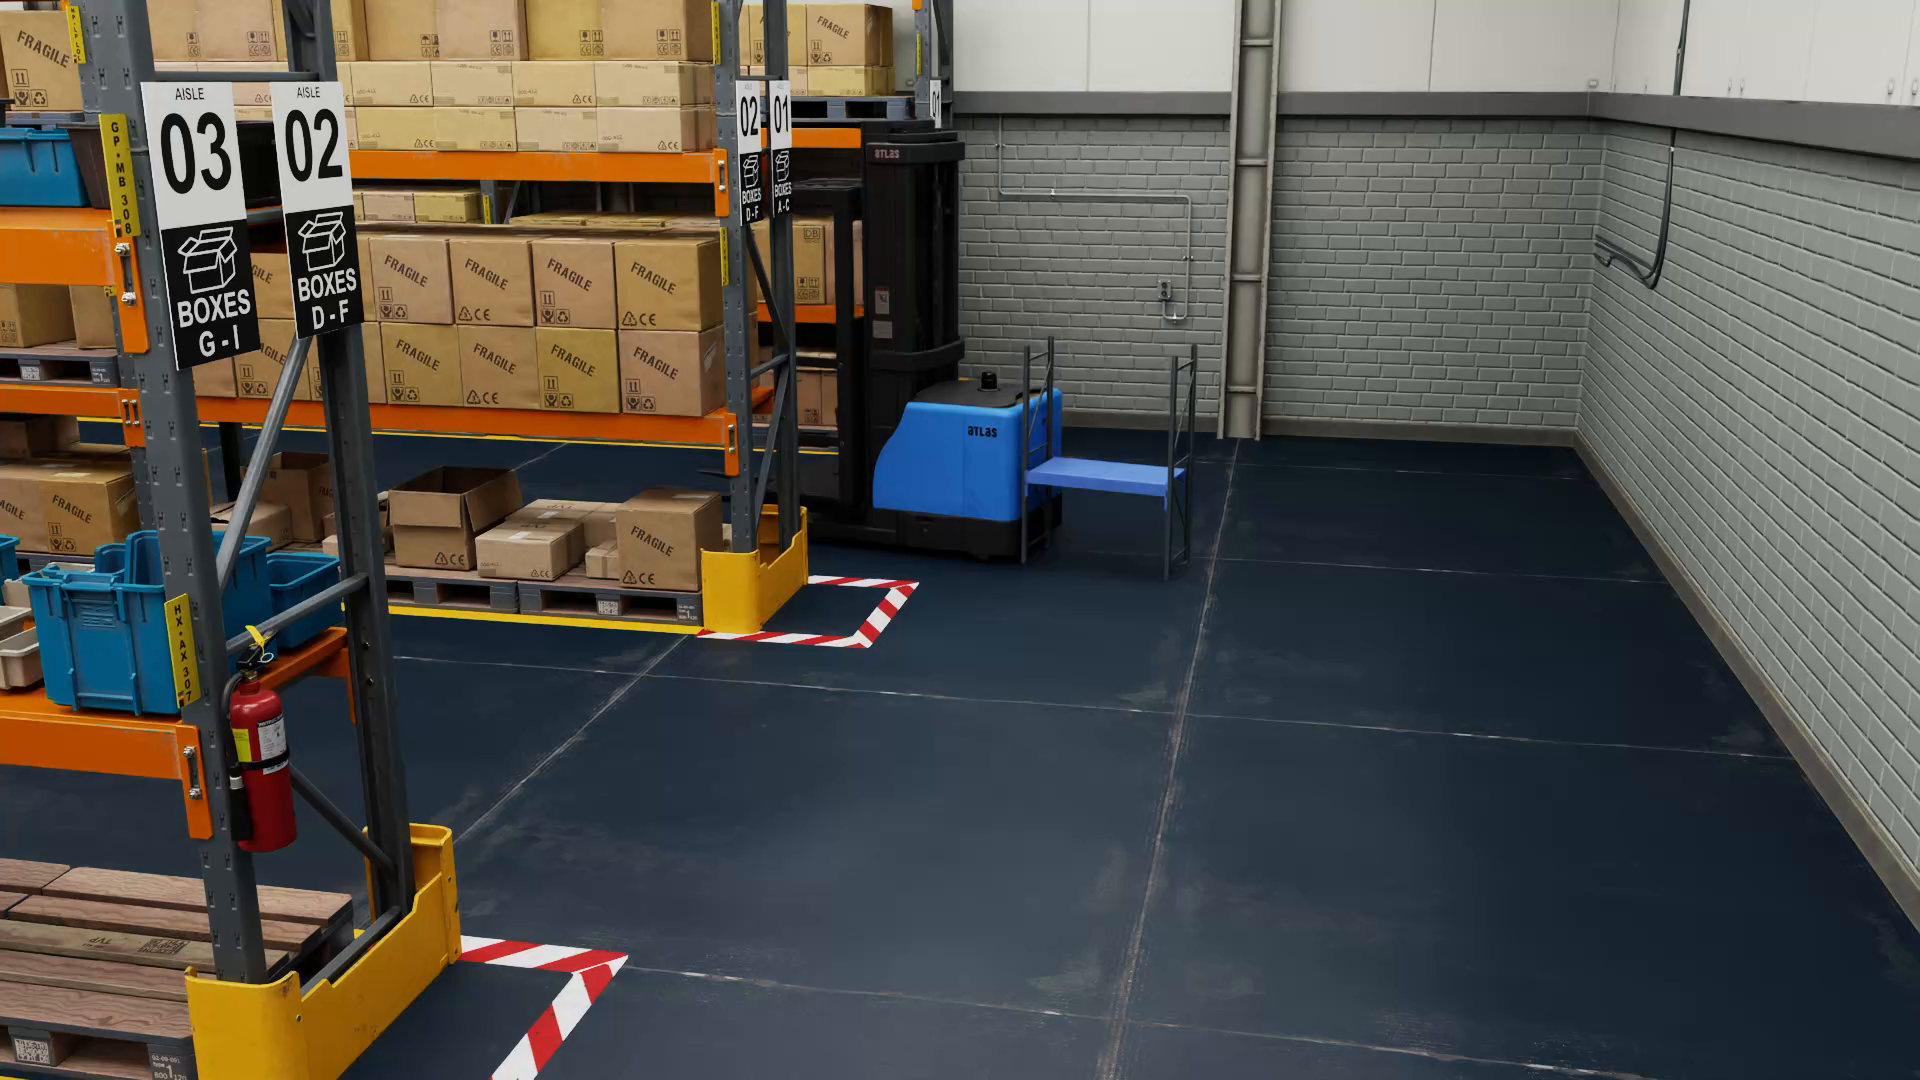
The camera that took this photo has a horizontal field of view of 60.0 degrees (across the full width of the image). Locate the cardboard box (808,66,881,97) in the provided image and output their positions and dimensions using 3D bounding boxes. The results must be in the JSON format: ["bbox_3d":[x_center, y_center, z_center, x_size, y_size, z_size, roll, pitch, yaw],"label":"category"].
[{"bbox_3d":[-0.987,-3.924,14.229,0.500,0.250,0.500,4,16,13],"label":"cardboard box"}]

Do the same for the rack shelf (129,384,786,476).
[{"bbox_3d":[-3.160,-0.795,10.590,4.000,0.370,1.077,3,16,11],"label":"rack shelf"}]

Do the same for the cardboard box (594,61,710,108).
[{"bbox_3d":[-1.754,-2.610,9.520,0.500,0.250,0.500,3,16,11],"label":"cardboard box"}]

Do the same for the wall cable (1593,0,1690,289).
[{"bbox_3d":[5.255,-3.331,12.978,0.112,2.526,3.097,3,16,11],"label":"wall cable"}]

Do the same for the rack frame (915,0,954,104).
[{"bbox_3d":[-0.216,-5.222,13.988,0.127,3.000,1.000,3,16,11],"label":"rack frame"}]

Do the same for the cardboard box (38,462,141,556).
[{"bbox_3d":[-5.660,-0.206,10.977,0.500,0.500,0.500,3,16,11],"label":"cardboard box"}]

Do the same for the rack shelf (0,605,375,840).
[{"bbox_3d":[-4.150,0.501,5.913,4.000,0.370,1.077,3,16,11],"label":"rack shelf"}]

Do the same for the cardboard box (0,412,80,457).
[{"bbox_3d":[-6.525,-0.759,11.568,0.500,0.250,0.500,3,16,11],"label":"cardboard box"}]

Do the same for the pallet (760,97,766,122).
[{"bbox_3d":[-2.145,-3.835,14.765,1.213,0.211,1.003,3,16,11],"label":"pallet"}]

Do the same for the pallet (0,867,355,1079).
[{"bbox_3d":[-2.991,1.550,6.000,1.213,0.211,1.003,3,16,11],"label":"pallet"}]

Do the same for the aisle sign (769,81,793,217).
[{"bbox_3d":[-1.074,-2.361,10.027,0.004,0.787,0.394,3,16,11],"label":"aisle sign"}]

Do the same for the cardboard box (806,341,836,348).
[{"bbox_3d":[-1.257,-1.725,15.281,0.250,0.149,0.380,3,16,11],"label":"cardboard box"}]

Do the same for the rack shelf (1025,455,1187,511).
[{"bbox_3d":[1.000,-0.395,11.281,1.000,0.185,0.538,7,17,23],"label":"rack shelf"}]

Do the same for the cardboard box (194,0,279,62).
[{"bbox_3d":[-4.174,-3.144,10.043,0.500,0.500,0.700,3,16,11],"label":"cardboard box"}]

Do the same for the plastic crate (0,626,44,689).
[{"bbox_3d":[-3.026,0.363,5.445,0.243,0.136,0.396,3,16,11],"label":"plastic crate"}]

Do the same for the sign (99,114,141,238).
[{"bbox_3d":[-2.284,-0.990,4.523,0.005,0.325,0.100,3,16,11],"label":"sign"}]

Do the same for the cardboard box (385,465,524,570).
[{"bbox_3d":[-3.278,-0.158,10.796,0.637,0.503,0.797,3,16,11],"label":"cardboard box"}]

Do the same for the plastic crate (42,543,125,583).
[{"bbox_3d":[-3.012,0.178,5.932,0.300,0.233,0.416,3,16,11],"label":"plastic crate"}]

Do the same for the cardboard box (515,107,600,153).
[{"bbox_3d":[-2.244,-2.396,9.685,0.500,0.250,0.500,3,16,11],"label":"cardboard box"}]

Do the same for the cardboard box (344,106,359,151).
[{"bbox_3d":[-3.714,-2.476,9.973,0.500,0.250,0.500,3,16,11],"label":"cardboard box"}]

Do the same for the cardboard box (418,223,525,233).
[{"bbox_3d":[-3.083,-1.738,10.588,0.500,0.500,0.500,3,16,11],"label":"cardboard box"}]

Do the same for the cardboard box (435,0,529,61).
[{"bbox_3d":[-2.691,-3.081,9.816,0.500,0.500,0.700,3,16,11],"label":"cardboard box"}]

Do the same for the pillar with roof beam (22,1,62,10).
[{"bbox_3d":[-10.015,-4.817,12.525,0.400,9.000,9.100,3,16,11],"label":"pillar with roof beam"}]

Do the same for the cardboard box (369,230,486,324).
[{"bbox_3d":[-3.198,-1.597,10.079,0.500,0.500,0.500,4,16,13],"label":"cardboard box"}]

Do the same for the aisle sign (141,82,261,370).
[{"bbox_3d":[-2.178,-0.912,4.795,0.004,0.787,0.394,3,16,11],"label":"aisle sign"}]

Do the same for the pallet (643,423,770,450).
[{"bbox_3d":[-2.207,-1.075,15.477,1.213,0.211,1.003,3,16,11],"label":"pallet"}]

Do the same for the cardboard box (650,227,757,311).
[{"bbox_3d":[-1.582,-1.658,10.297,0.500,0.500,0.500,4,16,13],"label":"cardboard box"}]

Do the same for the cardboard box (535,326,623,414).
[{"bbox_3d":[-2.202,-1.063,10.022,0.500,0.500,0.500,3,16,12],"label":"cardboard box"}]

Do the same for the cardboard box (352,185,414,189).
[{"bbox_3d":[-5.541,-3.251,15.921,0.500,0.250,0.500,3,16,9],"label":"cardboard box"}]

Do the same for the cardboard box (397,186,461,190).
[{"bbox_3d":[-5.049,-3.225,15.829,0.500,0.250,0.500,3,16,12],"label":"cardboard box"}]

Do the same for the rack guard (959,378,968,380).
[{"bbox_3d":[-0.193,-1.125,15.118,0.348,0.500,1.175,3,16,11],"label":"rack guard"}]

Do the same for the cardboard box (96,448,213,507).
[{"bbox_3d":[-5.545,-0.345,11.476,0.500,0.500,0.500,2,16,9],"label":"cardboard box"}]

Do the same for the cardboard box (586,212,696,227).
[{"bbox_3d":[-2.894,-2.615,15.252,0.700,0.700,0.980,3,16,10],"label":"cardboard box"}]

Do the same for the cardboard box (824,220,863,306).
[{"bbox_3d":[-0.718,-2.500,14.837,0.700,0.700,0.980,4,16,14],"label":"cardboard box"}]

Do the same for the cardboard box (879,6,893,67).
[{"bbox_3d":[-0.884,-4.418,14.607,0.500,0.500,0.500,2,16,9],"label":"cardboard box"}]

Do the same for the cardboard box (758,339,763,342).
[{"bbox_3d":[-2.003,-1.765,15.426,0.250,0.149,0.380,3,16,12],"label":"cardboard box"}]

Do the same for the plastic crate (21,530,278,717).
[{"bbox_3d":[-2.556,0.246,5.308,0.499,0.435,0.616,3,16,11],"label":"plastic crate"}]

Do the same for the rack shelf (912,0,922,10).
[{"bbox_3d":[-2.176,-4.789,14.521,4.000,0.370,1.077,3,16,11],"label":"rack shelf"}]

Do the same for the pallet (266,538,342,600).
[{"bbox_3d":[-4.447,0.133,11.117,1.213,0.211,1.003,3,16,11],"label":"pallet"}]

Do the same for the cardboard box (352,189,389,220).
[{"bbox_3d":[-5.644,-3.121,15.454,0.500,0.250,0.500,3,16,12],"label":"cardboard box"}]

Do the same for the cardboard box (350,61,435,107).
[{"bbox_3d":[-3.225,-2.689,9.806,0.500,0.250,0.500,3,16,11],"label":"cardboard box"}]

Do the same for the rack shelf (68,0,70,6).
[{"bbox_3d":[-6.096,-5.002,15.289,4.000,0.370,1.077,3,16,11],"label":"rack shelf"}]

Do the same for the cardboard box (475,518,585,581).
[{"bbox_3d":[-2.707,0.055,10.501,0.500,0.250,0.500,3,16,11],"label":"cardboard box"}]

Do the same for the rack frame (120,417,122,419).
[{"bbox_3d":[-8.056,-2.757,16.325,0.127,3.000,1.000,3,16,11],"label":"rack frame"}]

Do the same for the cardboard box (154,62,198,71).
[{"bbox_3d":[-4.693,-2.771,10.103,0.500,0.250,0.500,3,16,11],"label":"cardboard box"}]

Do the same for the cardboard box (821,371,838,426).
[{"bbox_3d":[-0.922,-1.340,15.106,0.500,0.500,0.700,3,16,11],"label":"cardboard box"}]

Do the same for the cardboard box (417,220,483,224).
[{"bbox_3d":[-4.639,-2.704,15.352,0.500,0.500,0.500,3,16,10],"label":"cardboard box"}]

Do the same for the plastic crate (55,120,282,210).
[{"bbox_3d":[-2.512,-1.215,5.387,0.590,0.269,0.497,3,16,11],"label":"plastic crate"}]

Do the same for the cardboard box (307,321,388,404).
[{"bbox_3d":[-3.682,-1.144,10.316,0.500,0.500,0.500,3,16,11],"label":"cardboard box"}]

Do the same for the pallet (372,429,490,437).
[{"bbox_3d":[-4.907,-1.221,16.006,1.213,0.211,1.003,3,16,11],"label":"pallet"}]

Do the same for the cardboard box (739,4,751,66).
[{"bbox_3d":[-1.989,-4.339,14.320,0.500,0.500,0.500,2,16,9],"label":"cardboard box"}]

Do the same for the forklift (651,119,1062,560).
[{"bbox_3d":[-0.819,-1.516,11.974,3.031,2.935,1.130,7,17,23],"label":"forklift"}]

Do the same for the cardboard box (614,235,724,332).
[{"bbox_3d":[-1.691,-1.517,9.789,0.500,0.500,0.500,3,16,11],"label":"cardboard box"}]

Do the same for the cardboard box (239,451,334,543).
[{"bbox_3d":[-4.505,-0.299,11.311,0.500,0.500,0.500,3,16,11],"label":"cardboard box"}]

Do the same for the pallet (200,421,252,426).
[{"bbox_3d":[-7.298,-1.351,16.475,1.213,0.211,1.003,3,16,11],"label":"pallet"}]

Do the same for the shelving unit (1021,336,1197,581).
[{"bbox_3d":[1.000,-0.568,11.233,1.048,1.500,0.538,7,17,23],"label":"shelving unit"}]

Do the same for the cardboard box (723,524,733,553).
[{"bbox_3d":[-1.542,0.015,10.836,0.250,0.149,0.380,3,16,11],"label":"cardboard box"}]

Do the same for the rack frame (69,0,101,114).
[{"bbox_3d":[-5.120,-4.139,10.077,0.127,3.000,1.000,3,16,11],"label":"rack frame"}]

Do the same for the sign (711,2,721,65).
[{"bbox_3d":[-1.330,-2.763,9.071,0.005,0.325,0.100,3,16,11],"label":"sign"}]
